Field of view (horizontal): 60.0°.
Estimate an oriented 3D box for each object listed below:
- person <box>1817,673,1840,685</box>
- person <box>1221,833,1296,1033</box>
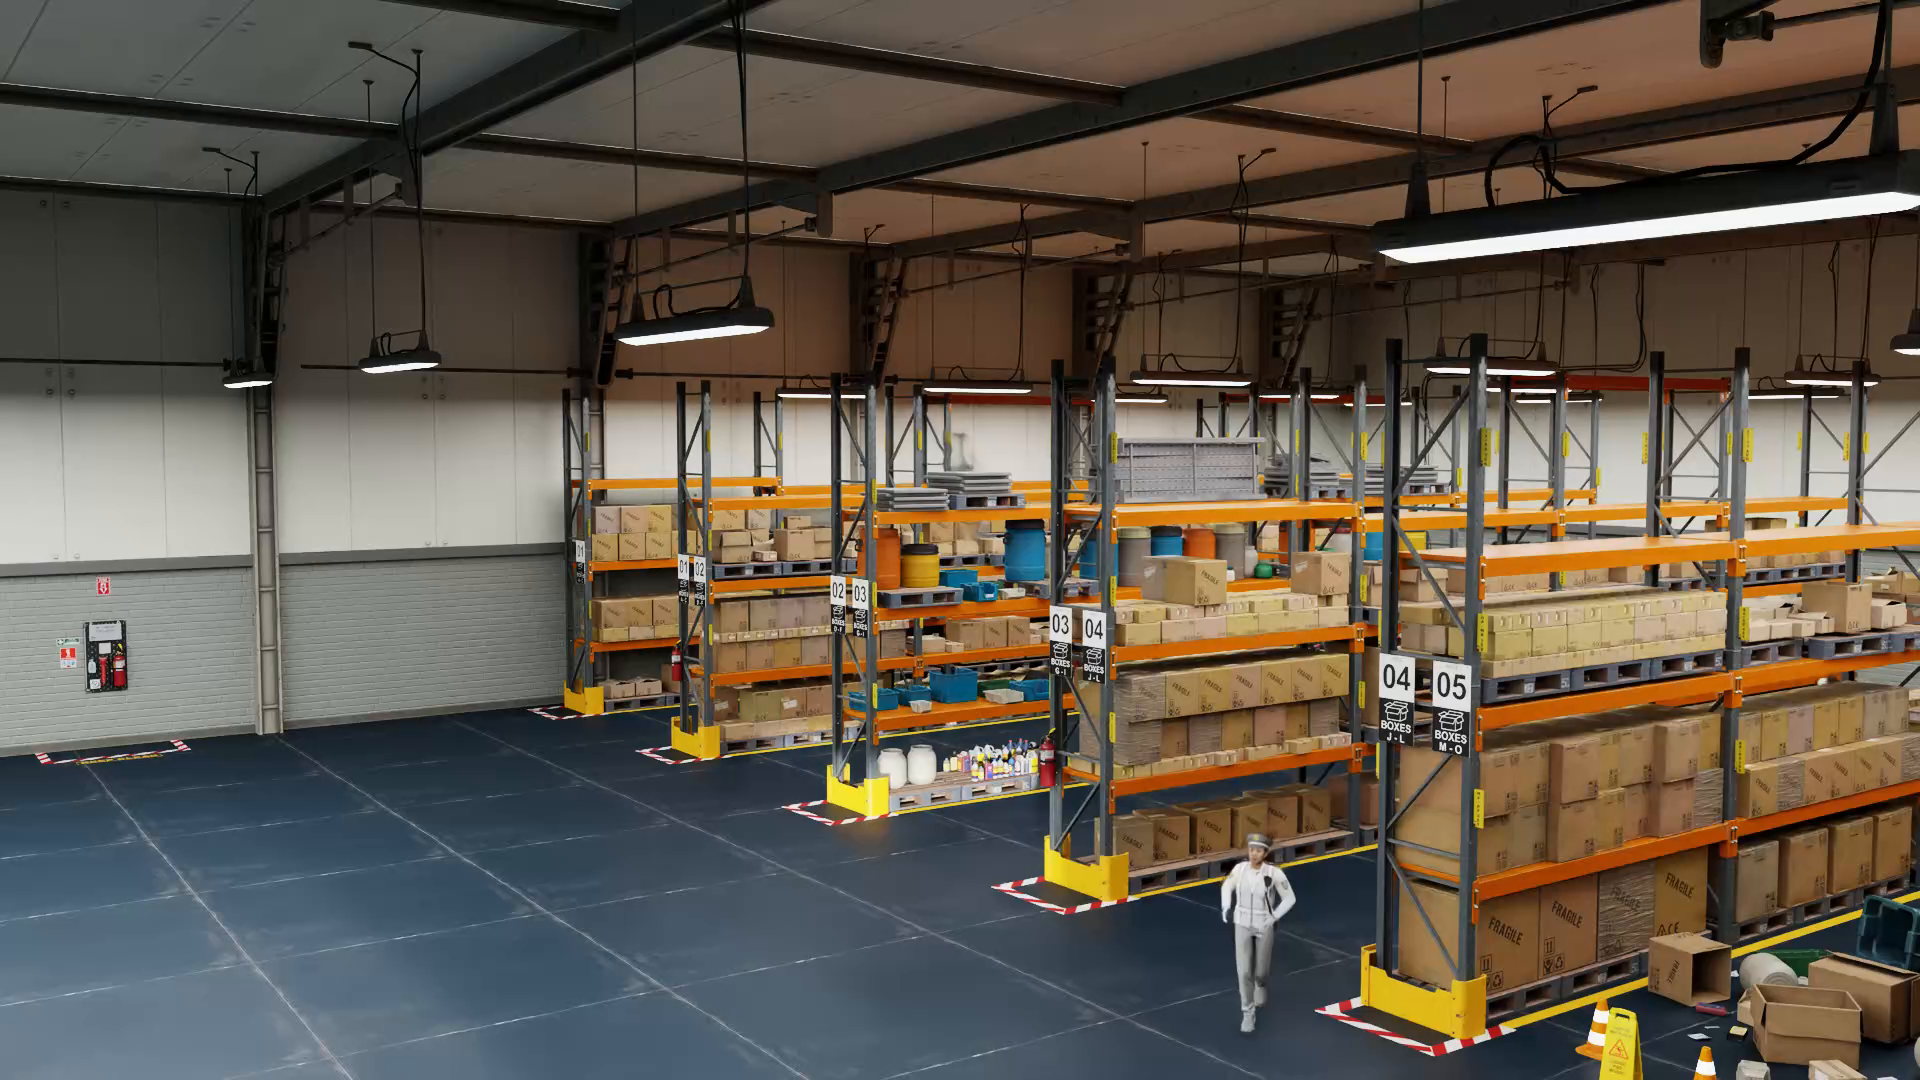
[{"bbox_3d":[12.825,2.700,24.475,0.874,1.843,0.658,-3,5,-43],"label":"person"},{"bbox_3d":[2.605,3.408,14.621,0.669,1.710,0.706,2,4,24],"label":"person"}]
